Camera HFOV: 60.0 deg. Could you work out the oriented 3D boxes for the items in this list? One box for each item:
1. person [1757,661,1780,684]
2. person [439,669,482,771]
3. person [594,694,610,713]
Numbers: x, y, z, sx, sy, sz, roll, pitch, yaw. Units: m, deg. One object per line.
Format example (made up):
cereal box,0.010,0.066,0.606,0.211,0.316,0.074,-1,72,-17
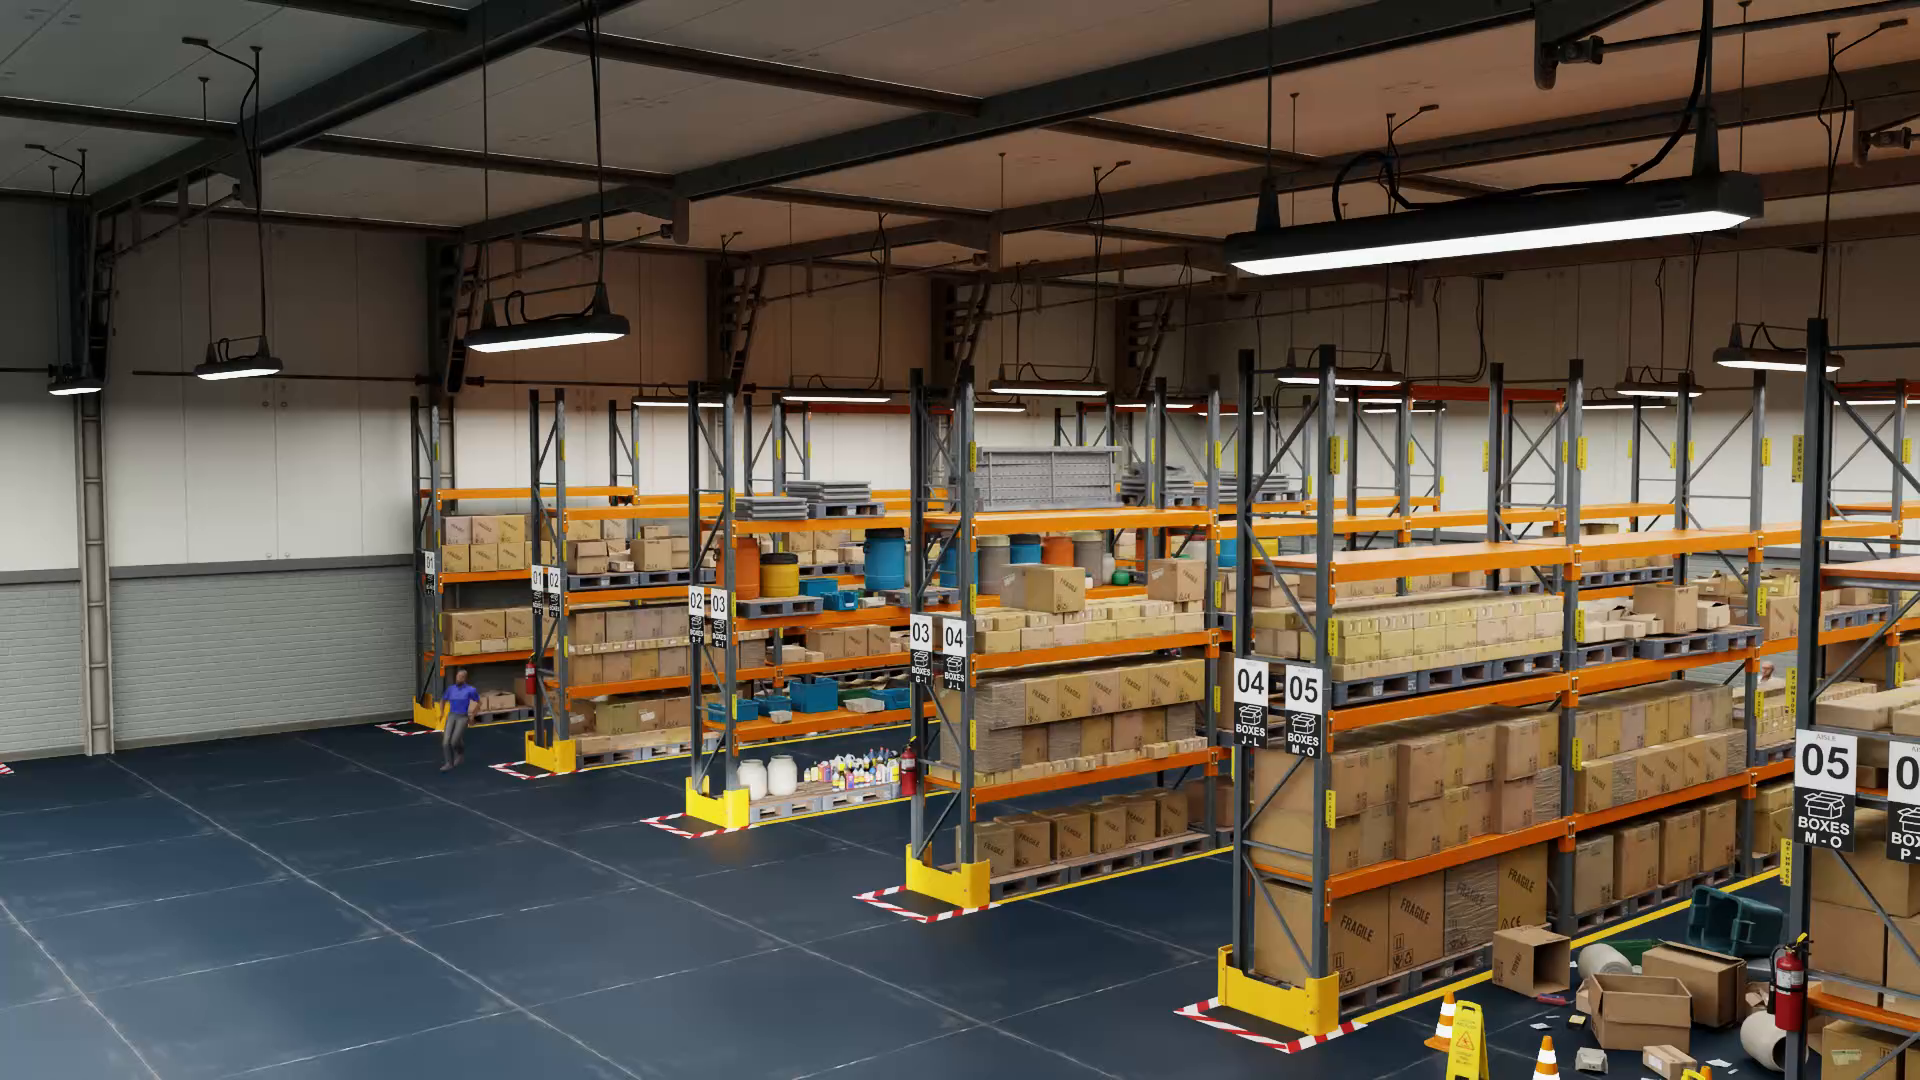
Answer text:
person,12.387,2.761,25.641,1.012,1.801,0.750,-2,4,-34
person,-7.884,2.842,26.141,0.632,1.586,0.501,0,3,7
person,-6.229,2.585,28.947,0.636,1.751,0.615,3,4,40
